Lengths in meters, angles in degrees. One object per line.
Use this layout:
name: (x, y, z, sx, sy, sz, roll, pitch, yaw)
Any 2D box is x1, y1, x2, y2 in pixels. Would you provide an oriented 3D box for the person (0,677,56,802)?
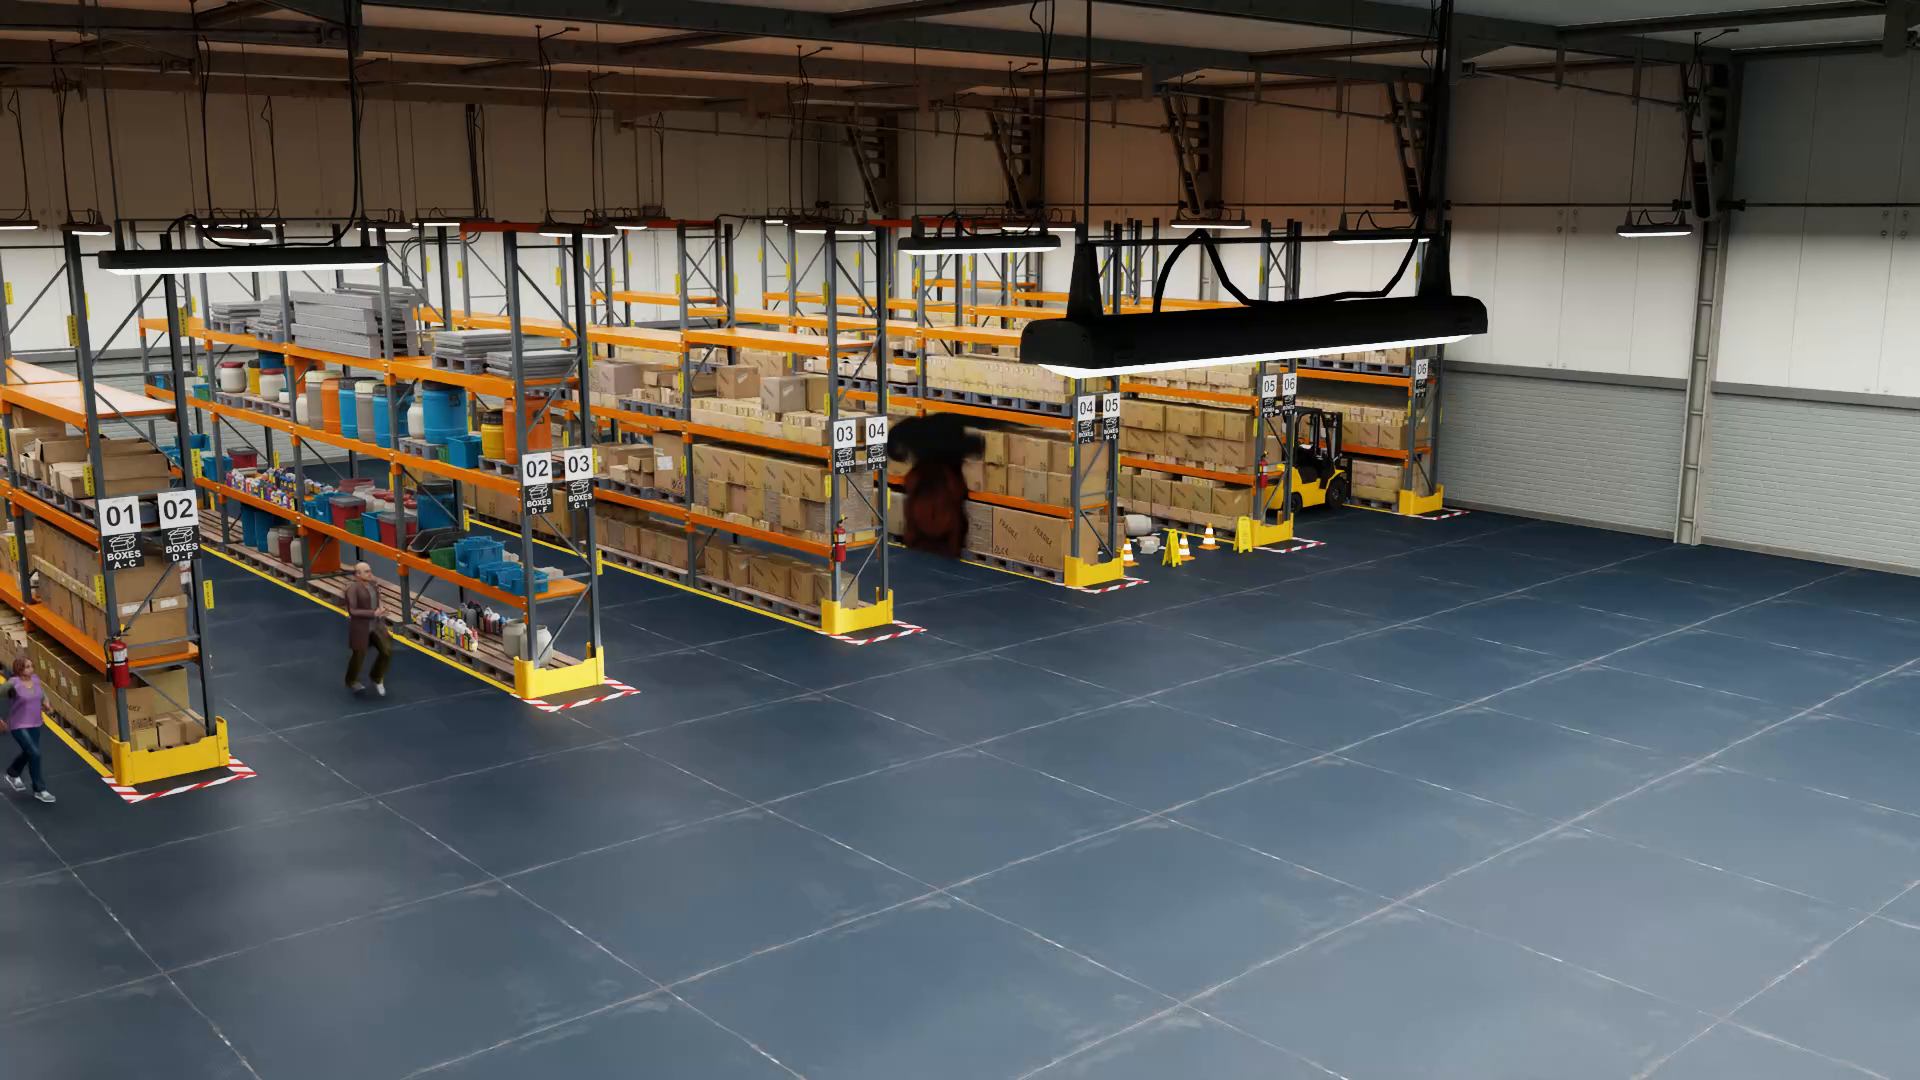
person: (-10.082, 2.119, 17.902, 0.764, 1.362, 0.553, 4, 12, 20)

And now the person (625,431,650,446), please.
person: (-7.998, -2.774, 41.304, 0.917, 1.764, 0.706, -3, 12, -15)

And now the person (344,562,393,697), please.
person: (-7.714, 1.173, 21.607, 0.884, 1.810, 0.647, 7, 13, 30)

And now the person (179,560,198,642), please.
person: (-11.376, 0.651, 24.382, 0.849, 1.746, 0.521, 10, 15, 40)
